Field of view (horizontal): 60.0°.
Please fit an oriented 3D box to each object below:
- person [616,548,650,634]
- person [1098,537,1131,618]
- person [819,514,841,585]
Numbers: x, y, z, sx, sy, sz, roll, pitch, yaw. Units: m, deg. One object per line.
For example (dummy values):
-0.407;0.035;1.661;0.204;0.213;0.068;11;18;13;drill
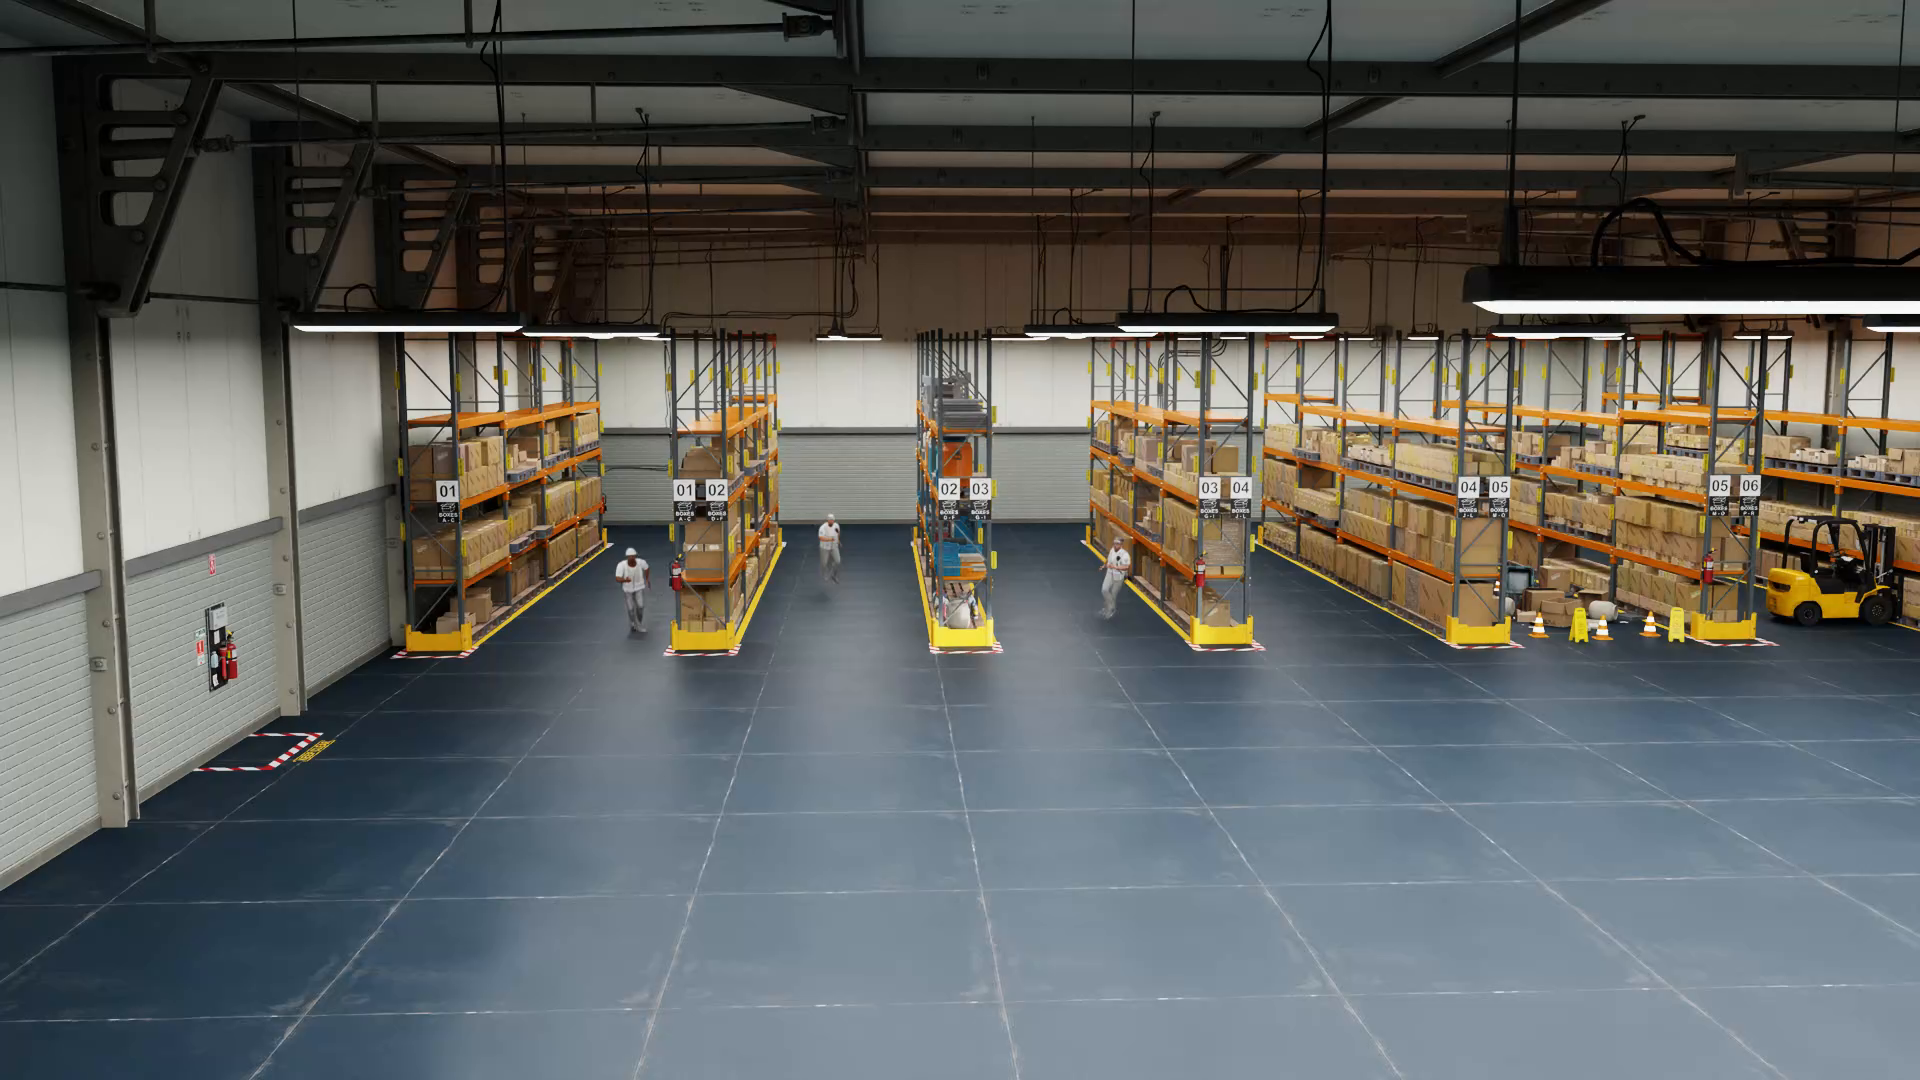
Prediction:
-6.475;0.989;32.981;0.644;1.705;0.946;-1;7;-8;person
3.176;0.746;34.290;0.793;1.687;0.718;3;7;26;person
-2.955;0.214;37.879;0.614;1.649;0.895;-3;7;-23;person
